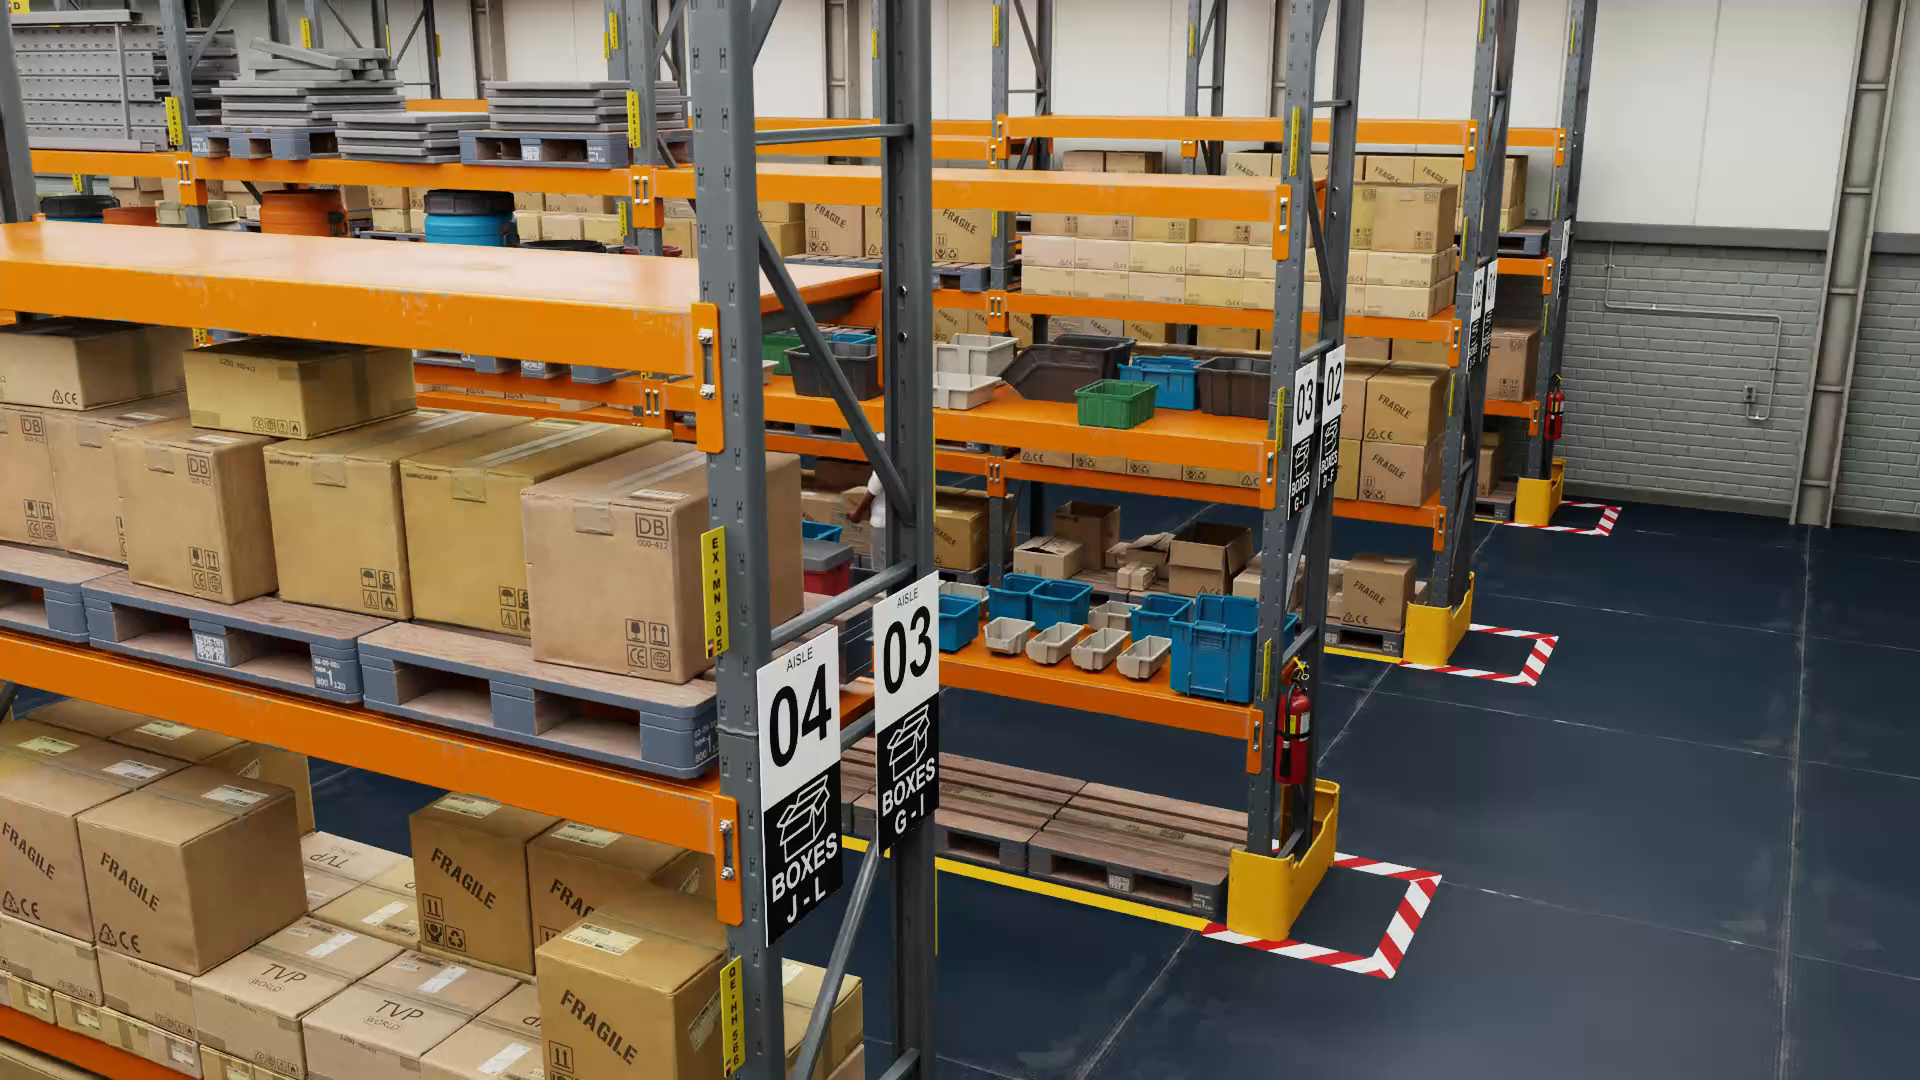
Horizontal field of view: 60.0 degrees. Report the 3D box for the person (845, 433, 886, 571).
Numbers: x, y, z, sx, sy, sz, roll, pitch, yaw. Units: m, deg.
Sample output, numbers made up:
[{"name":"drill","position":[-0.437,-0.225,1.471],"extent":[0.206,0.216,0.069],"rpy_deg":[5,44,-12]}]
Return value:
[{"name":"person","position":[-0.695,-0.147,14.518],"extent":[0.587,1.760,0.503],"rpy_deg":[8,18,27]}]
